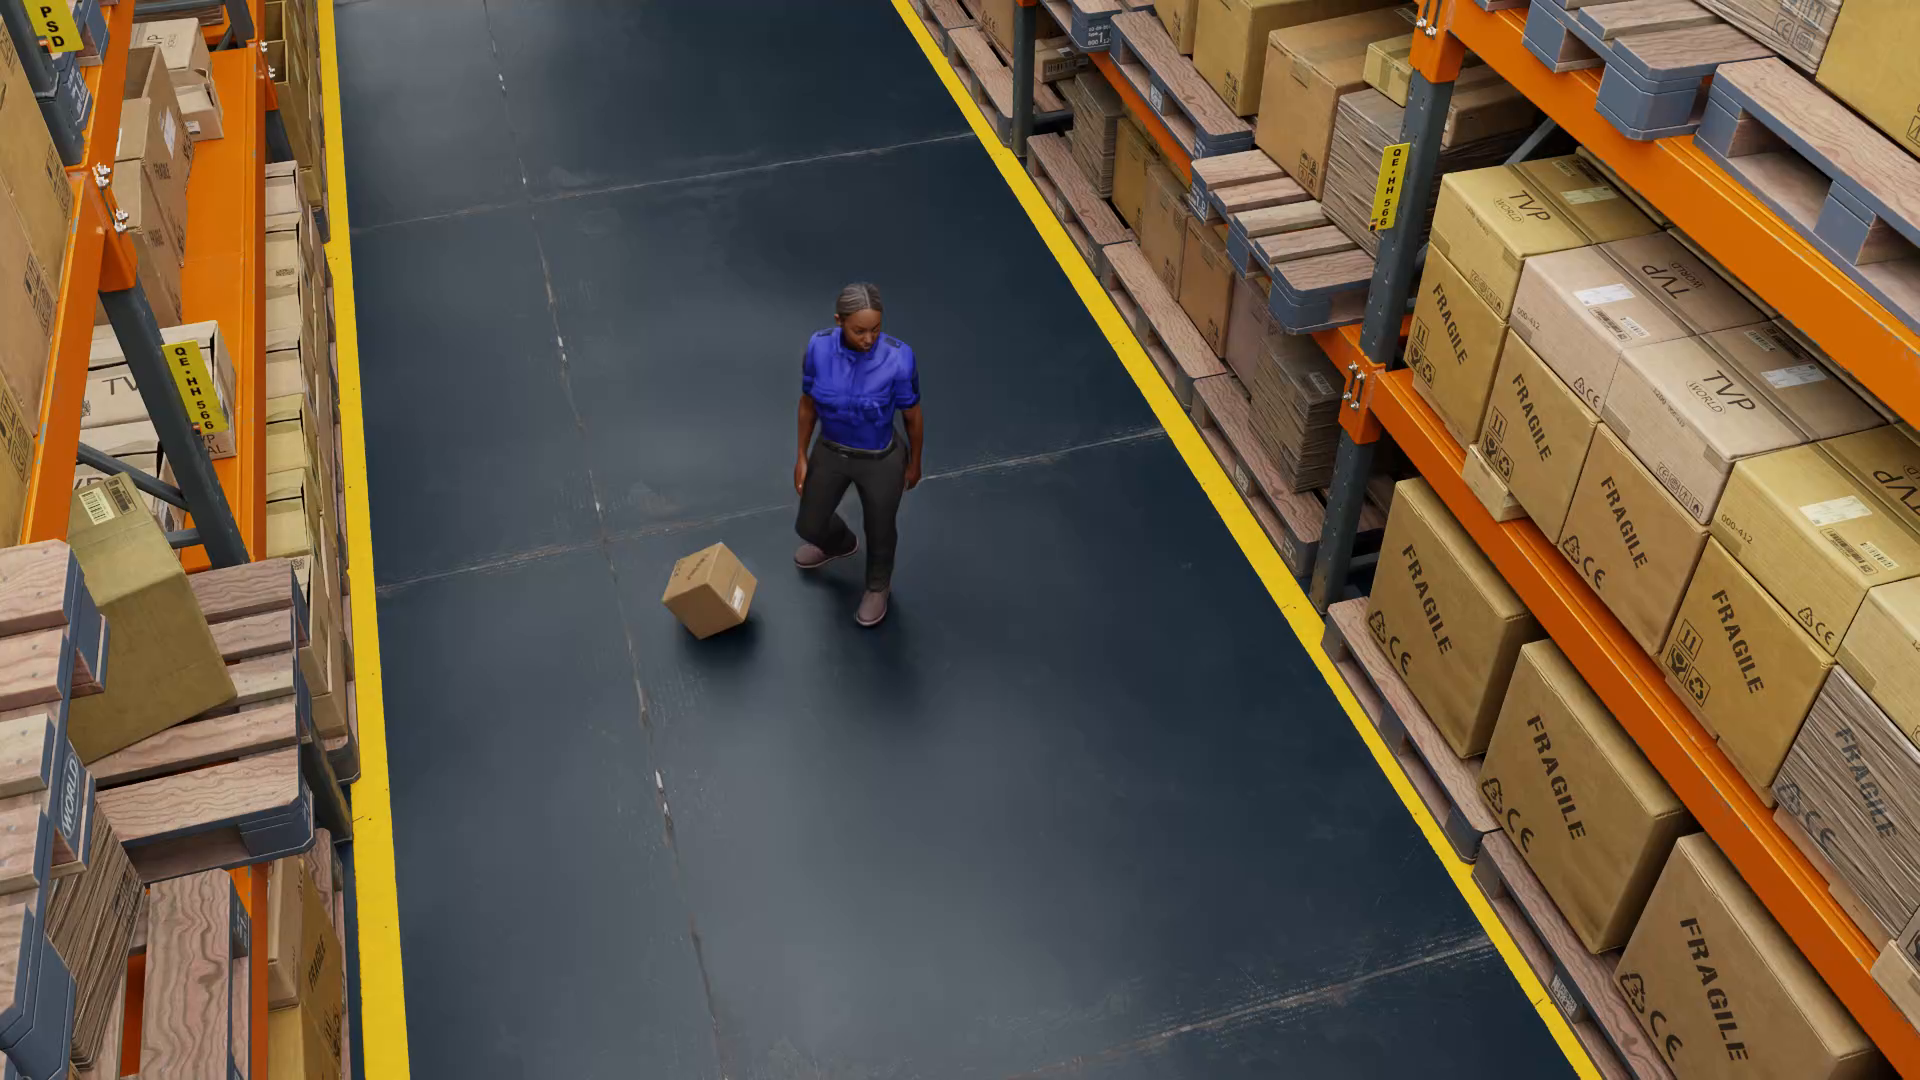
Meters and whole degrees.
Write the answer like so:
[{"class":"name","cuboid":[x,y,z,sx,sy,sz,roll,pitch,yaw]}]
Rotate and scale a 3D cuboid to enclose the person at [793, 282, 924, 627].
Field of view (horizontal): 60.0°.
[{"class":"person","cuboid":[-0.440,-0.364,6.537,0.638,1.651,0.441,12,44,12]}]
